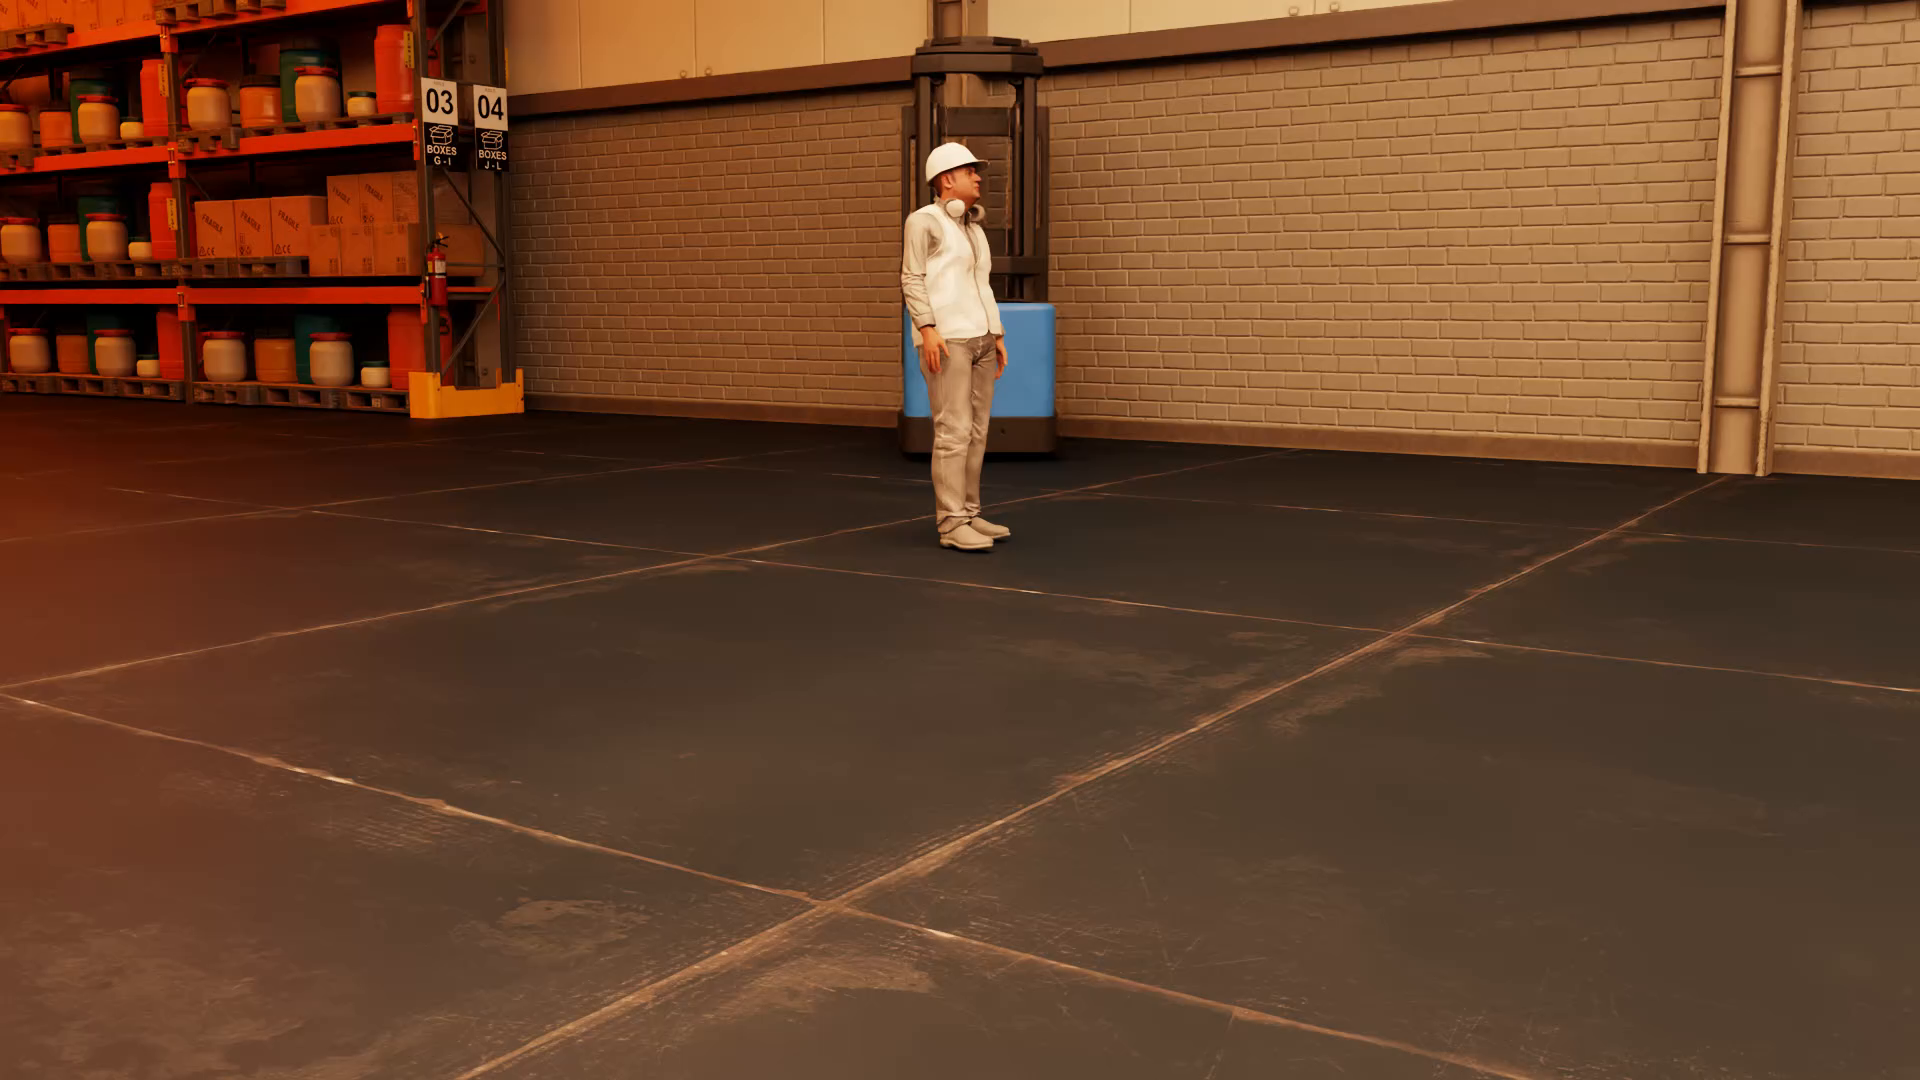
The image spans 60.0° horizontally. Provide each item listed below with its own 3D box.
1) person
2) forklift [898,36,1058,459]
[{"bbox_3d":[0.044,-0.879,7.433,0.568,1.773,0.624,5,10,34],"label":"person"},{"bbox_3d":[0.108,-2.185,12.556,1.130,2.935,3.031,0,8,-1],"label":"forklift"}]
